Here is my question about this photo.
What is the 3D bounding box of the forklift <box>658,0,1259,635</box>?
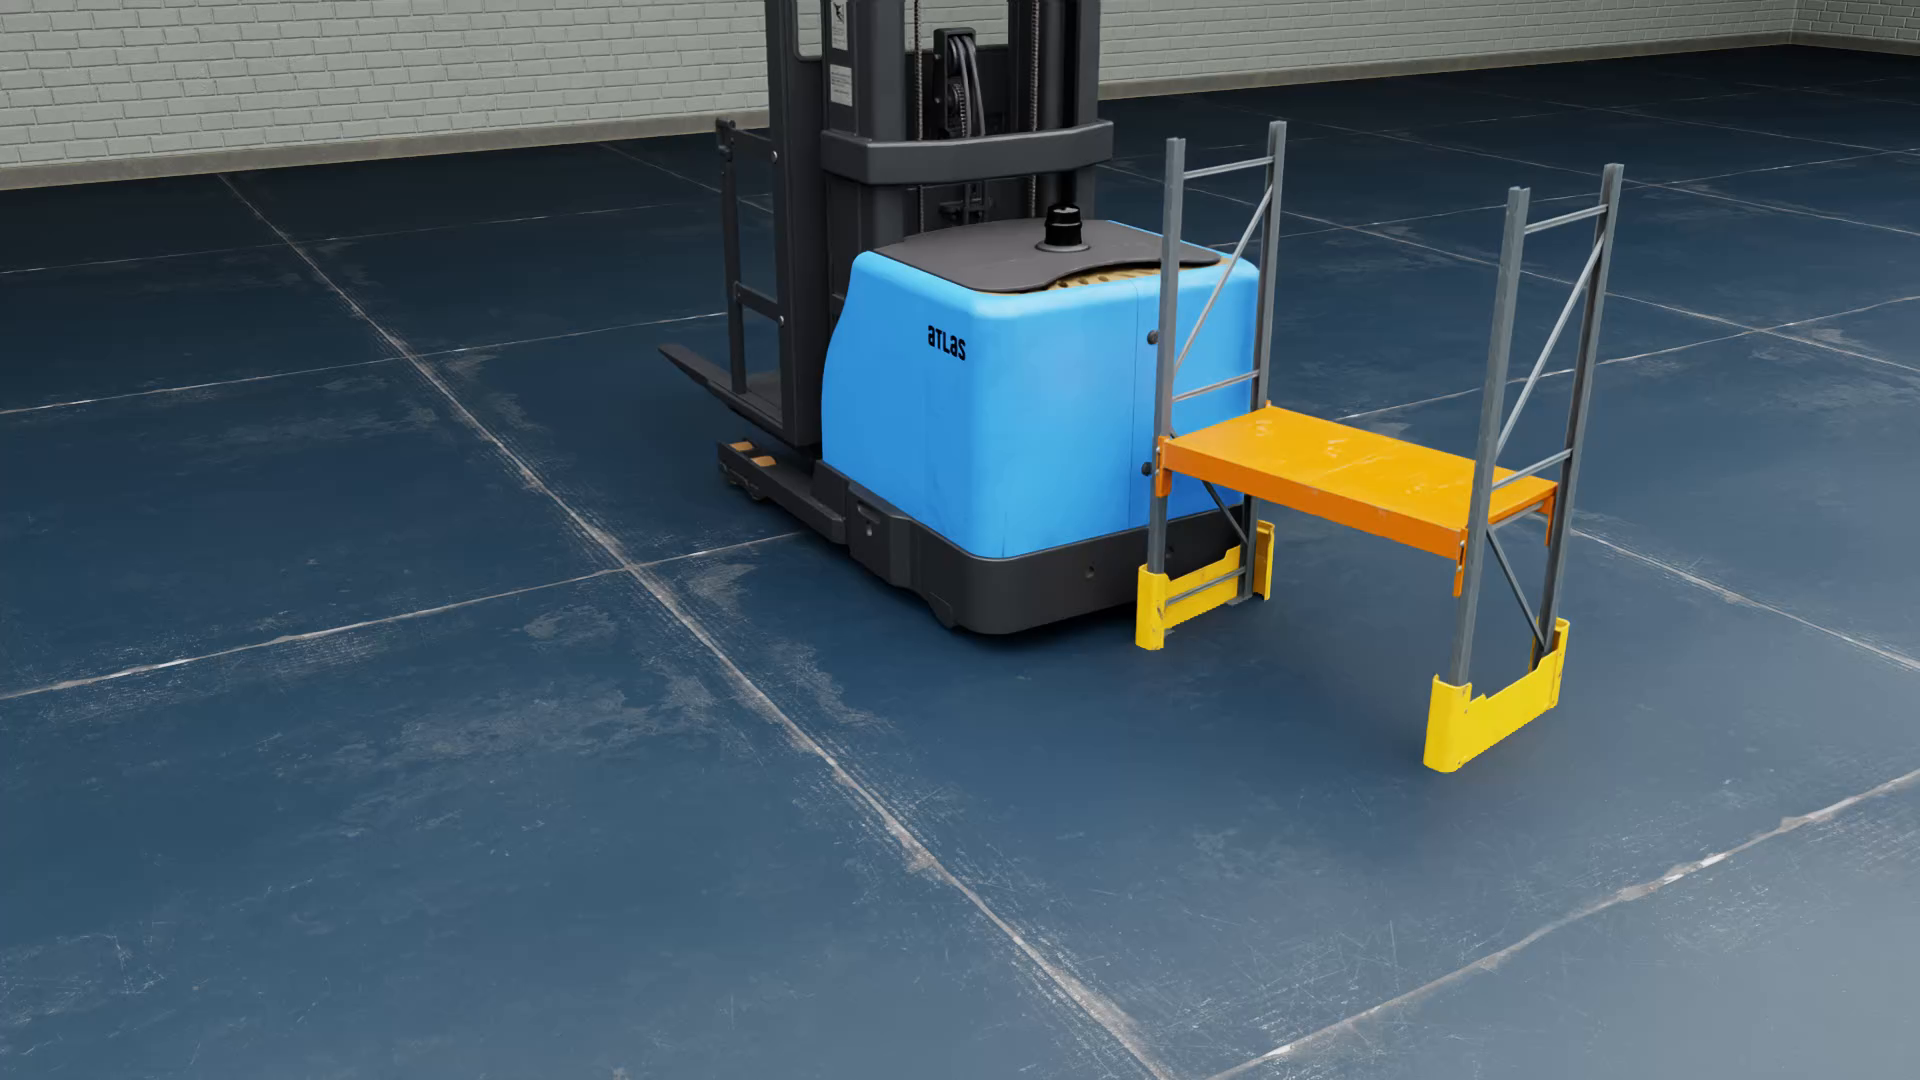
[{"bbox_3d":[-0.262,-1.585,5.818,1.130,2.935,3.031,-13,25,-29],"label":"forklift"}]

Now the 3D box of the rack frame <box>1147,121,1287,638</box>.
[{"bbox_3d":[0.750,-0.449,4.925,0.500,1.500,0.032,-20,29,-40],"label":"rack frame"}]

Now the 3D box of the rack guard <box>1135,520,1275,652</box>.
[{"bbox_3d":[0.764,0.135,5.147,0.587,0.250,0.087,-20,29,-40],"label":"rack guard"}]

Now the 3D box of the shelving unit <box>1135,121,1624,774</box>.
[{"bbox_3d":[1.106,-0.308,4.576,0.587,1.500,1.083,-20,29,-40],"label":"shelving unit"}]

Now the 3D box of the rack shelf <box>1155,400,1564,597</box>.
[{"bbox_3d":[1.100,-0.143,4.650,0.538,0.185,1.000,-20,29,-40],"label":"rack shelf"}]

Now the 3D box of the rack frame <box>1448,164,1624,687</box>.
[{"bbox_3d":[1.449,-0.171,4.240,0.500,1.500,0.032,-20,29,-40],"label":"rack frame"}]

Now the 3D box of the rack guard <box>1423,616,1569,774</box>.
[{"bbox_3d":[1.448,0.408,4.476,0.587,0.250,0.087,-20,29,-40],"label":"rack guard"}]
